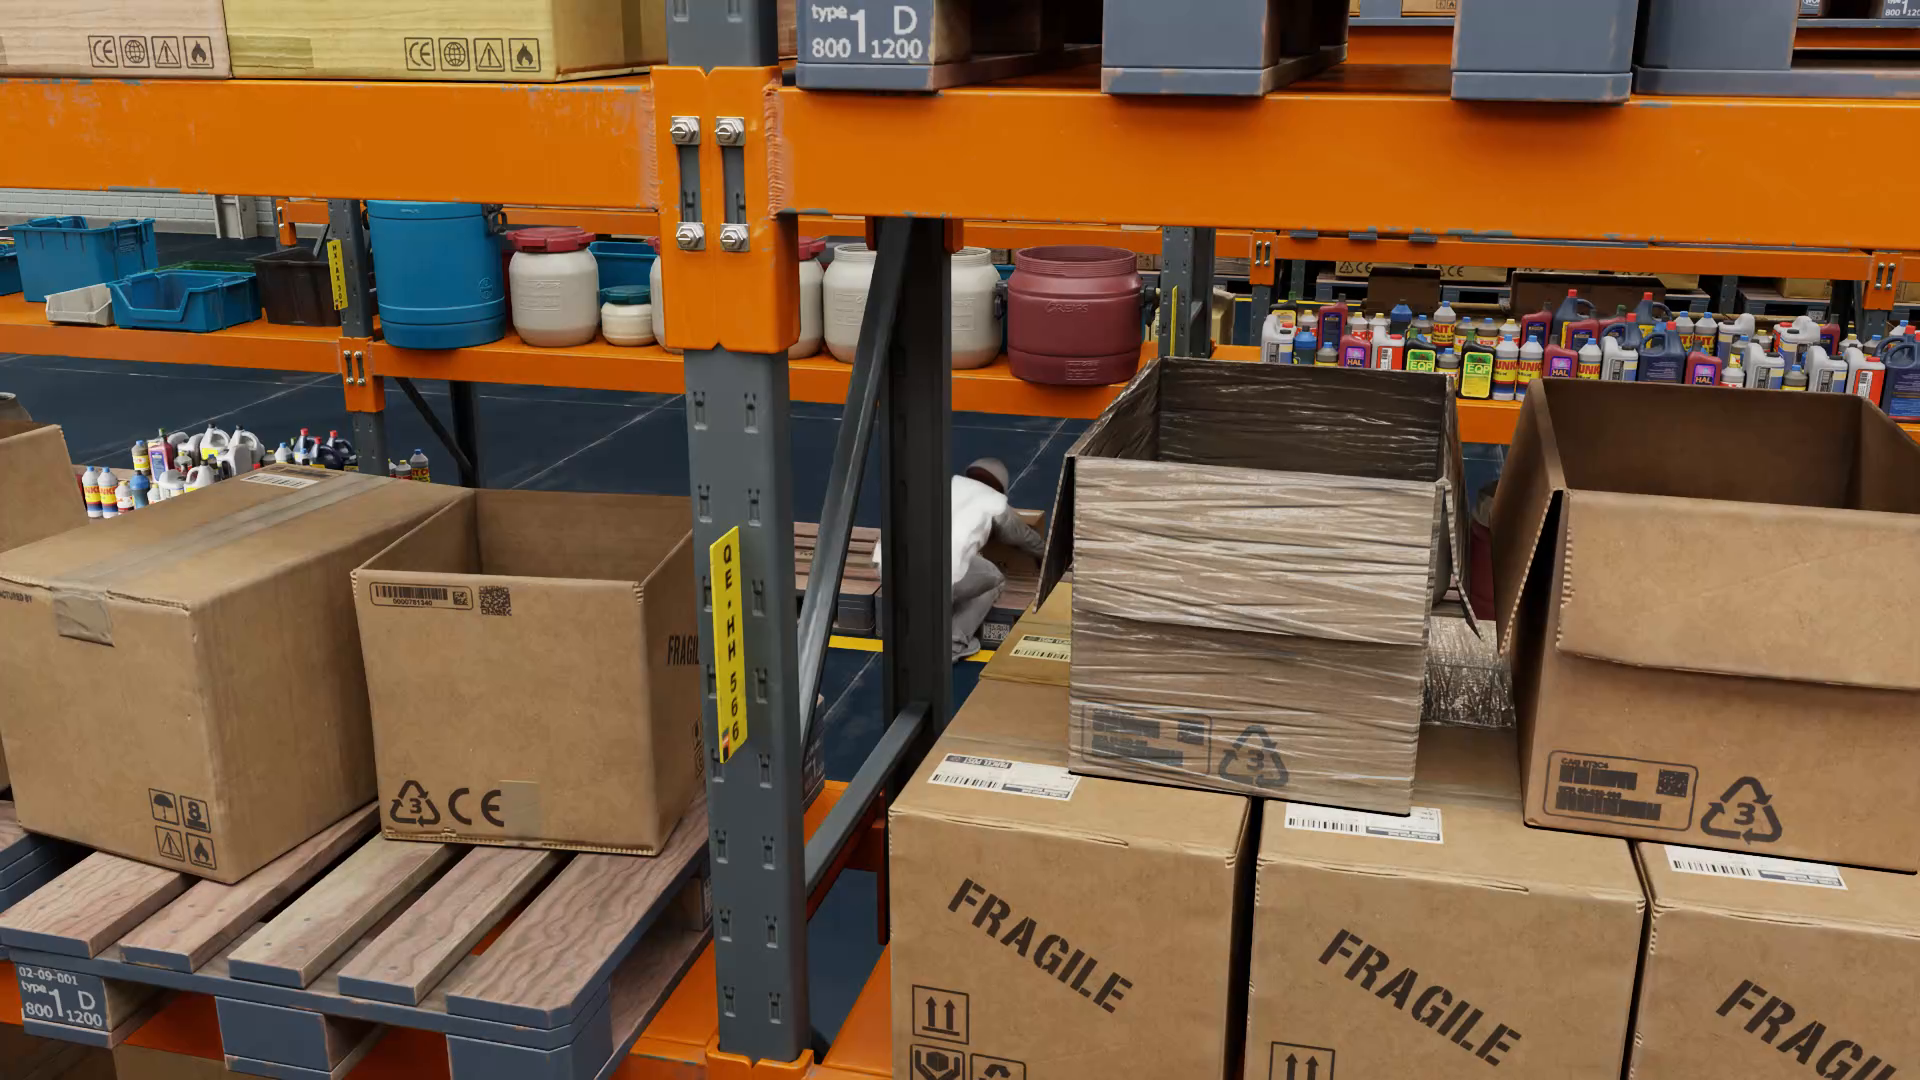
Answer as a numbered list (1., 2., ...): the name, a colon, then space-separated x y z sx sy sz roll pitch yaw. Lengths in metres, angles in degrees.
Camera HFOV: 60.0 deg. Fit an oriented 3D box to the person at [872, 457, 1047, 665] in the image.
1. person: 0.028 0.061 7.896 0.495 0.806 1.200 10 21 29
